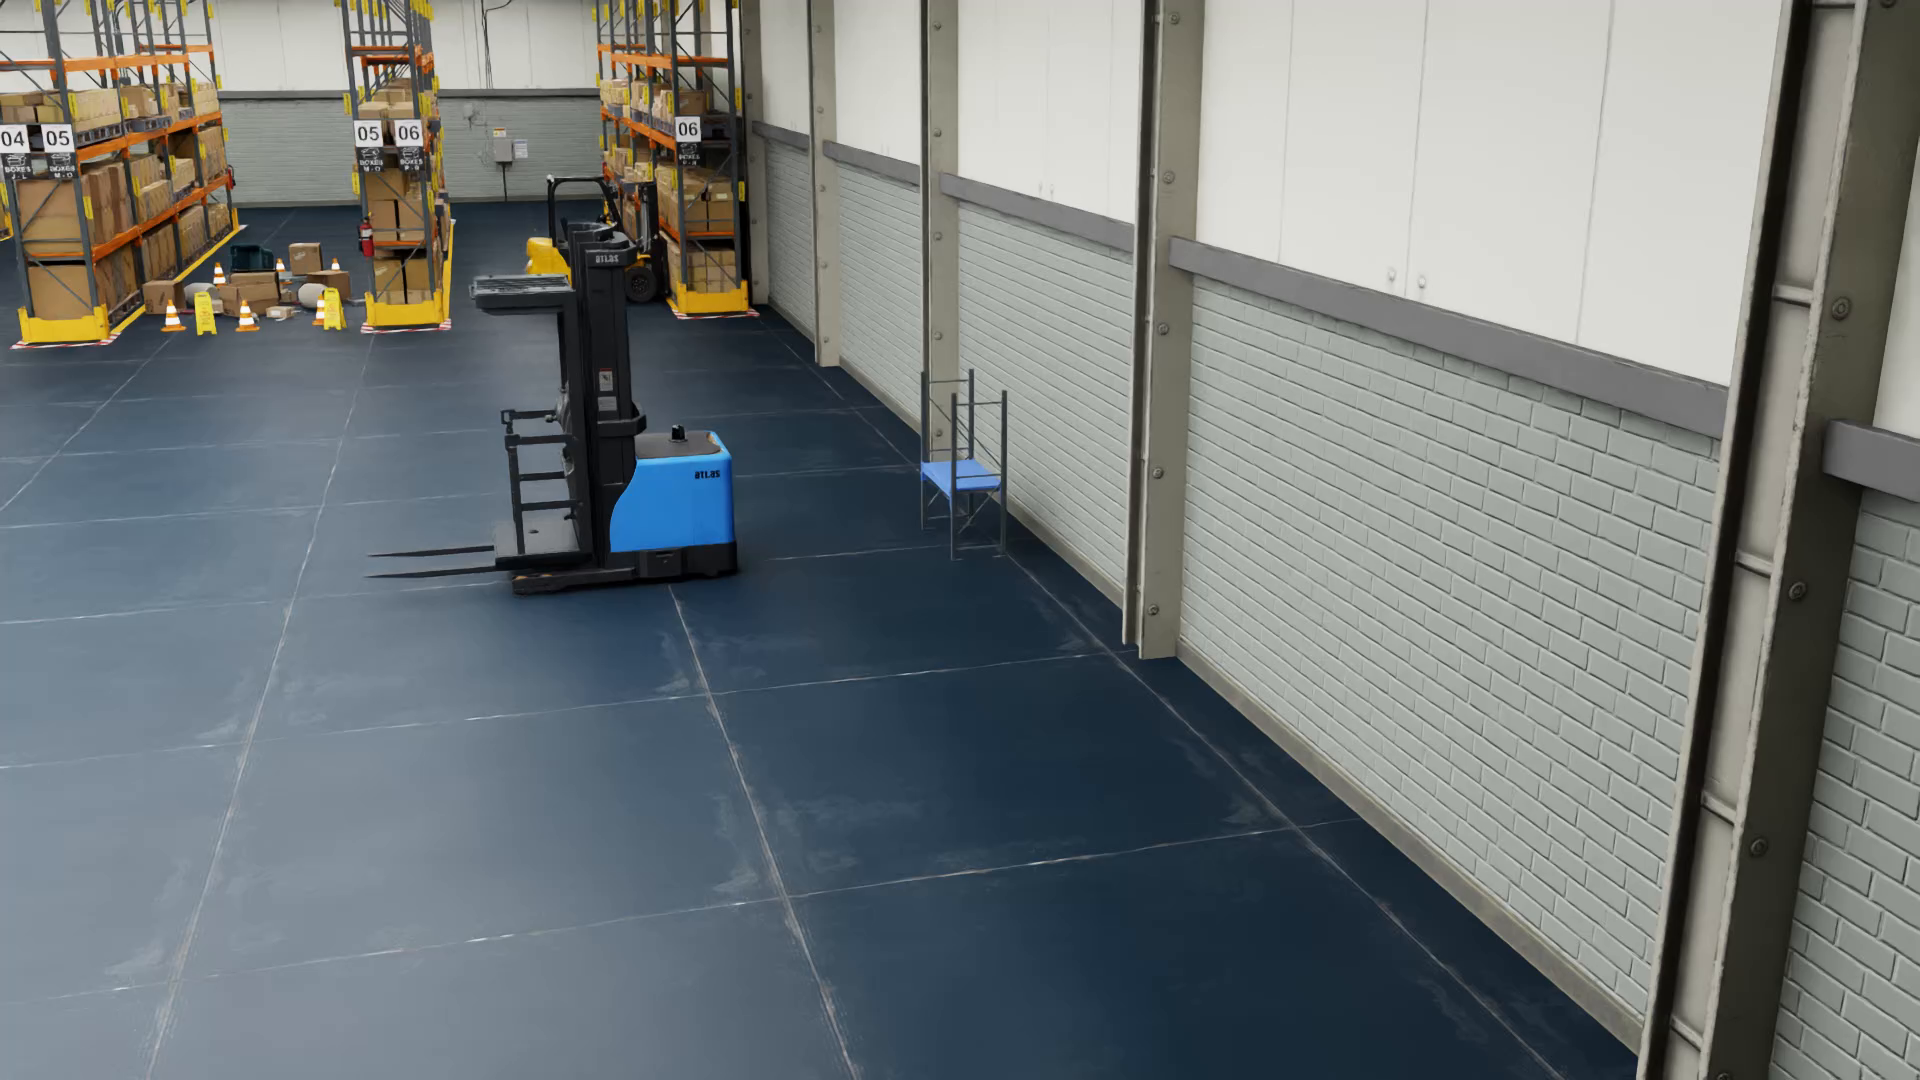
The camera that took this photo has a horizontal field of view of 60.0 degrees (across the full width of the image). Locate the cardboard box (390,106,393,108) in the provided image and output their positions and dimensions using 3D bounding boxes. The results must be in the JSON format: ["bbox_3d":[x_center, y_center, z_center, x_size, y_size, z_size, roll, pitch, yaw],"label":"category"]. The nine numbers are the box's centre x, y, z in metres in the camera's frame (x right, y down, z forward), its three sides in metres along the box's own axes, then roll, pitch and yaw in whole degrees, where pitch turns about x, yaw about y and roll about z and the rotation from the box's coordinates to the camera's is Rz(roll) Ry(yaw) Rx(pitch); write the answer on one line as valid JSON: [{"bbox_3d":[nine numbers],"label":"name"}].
[{"bbox_3d":[-10.358,-7.762,30.193,0.500,0.250,0.500,-5,17,-16],"label":"cardboard box"}]

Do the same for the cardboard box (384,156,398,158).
[{"bbox_3d":[-10.026,-6.433,29.025,0.700,0.500,0.500,-5,17,-15],"label":"cardboard box"}]

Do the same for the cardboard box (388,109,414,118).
[{"bbox_3d":[-8.860,-6.752,26.351,0.380,0.149,0.250,-5,17,-16],"label":"cardboard box"}]

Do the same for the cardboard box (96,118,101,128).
[{"bbox_3d":[-13.894,-6.625,26.411,0.380,0.149,0.250,-5,17,-15],"label":"cardboard box"}]

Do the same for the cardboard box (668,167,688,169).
[{"bbox_3d":[-5.661,-7.407,33.395,0.380,0.149,0.250,-4,17,-14],"label":"cardboard box"}]

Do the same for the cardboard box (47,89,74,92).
[{"bbox_3d":[-15.016,-7.446,27.759,0.380,0.149,0.250,-5,17,-15],"label":"cardboard box"}]

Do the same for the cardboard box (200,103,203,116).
[{"bbox_3d":[-17.008,-9.491,36.680,0.500,0.250,0.500,-5,17,-16],"label":"cardboard box"}]

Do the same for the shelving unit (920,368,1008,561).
[{"bbox_3d":[0.023,-0.695,14.956,0.538,1.500,1.048,-5,17,-15],"label":"shelving unit"}]

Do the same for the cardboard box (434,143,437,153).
[{"bbox_3d":[-11.330,-8.116,35.142,0.500,0.500,0.500,-4,17,-14],"label":"cardboard box"}]

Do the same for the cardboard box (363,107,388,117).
[{"bbox_3d":[-9.477,-6.926,26.929,0.380,0.149,0.250,-5,17,-15],"label":"cardboard box"}]

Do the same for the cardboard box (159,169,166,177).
[{"bbox_3d":[-15.831,-7.243,32.822,0.380,0.149,0.250,-5,17,-15],"label":"cardboard box"}]

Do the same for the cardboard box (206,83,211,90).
[{"bbox_3d":[-17.492,-10.461,38.347,0.380,0.149,0.250,-4,17,-14],"label":"cardboard box"}]

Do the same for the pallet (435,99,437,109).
[{"bbox_3d":[-12.803,-10.217,38.990,1.003,0.211,1.213,-5,17,-15],"label":"pallet"}]

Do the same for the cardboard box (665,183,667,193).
[{"bbox_3d":[-5.046,-6.260,29.574,0.380,0.149,0.250,-5,17,-16],"label":"cardboard box"}]

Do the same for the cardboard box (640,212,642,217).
[{"bbox_3d":[-6.765,-6.977,35.751,0.380,0.149,0.250,-6,18,-18],"label":"cardboard box"}]

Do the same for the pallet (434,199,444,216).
[{"bbox_3d":[-10.128,-6.177,30.934,1.003,0.211,1.213,-5,17,-15],"label":"pallet"}]

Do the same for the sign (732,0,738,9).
[{"bbox_3d":[-3.652,-8.772,26.911,0.100,0.325,0.005,-5,17,-15],"label":"sign"}]

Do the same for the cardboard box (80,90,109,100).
[{"bbox_3d":[-14.176,-7.289,27.236,0.380,0.149,0.250,-4,17,-14],"label":"cardboard box"}]

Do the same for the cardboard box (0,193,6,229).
[{"bbox_3d":[-22.631,-7.595,38.283,0.875,0.875,0.875,-5,17,-15],"label":"cardboard box"}]

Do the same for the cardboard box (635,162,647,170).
[{"bbox_3d":[-6.581,-7.793,34.679,0.380,0.149,0.250,-4,17,-14],"label":"cardboard box"}]

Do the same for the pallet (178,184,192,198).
[{"bbox_3d":[-16.472,-7.186,34.291,1.003,0.211,1.213,-5,17,-15],"label":"pallet"}]

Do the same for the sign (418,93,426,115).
[{"bbox_3d":[-8.437,-6.838,26.066,0.100,0.325,0.005,-5,17,-15],"label":"sign"}]

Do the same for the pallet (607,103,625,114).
[{"bbox_3d":[-7.373,-9.813,37.817,1.213,0.211,1.003,-5,17,-15],"label":"pallet"}]

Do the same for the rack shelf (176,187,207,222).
[{"bbox_3d":[-16.438,-6.942,34.397,1.077,0.370,4.000,-5,17,-15],"label":"rack shelf"}]

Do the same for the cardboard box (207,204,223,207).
[{"bbox_3d":[-17.684,-7.866,39.415,0.380,0.149,0.250,-4,17,-14],"label":"cardboard box"}]

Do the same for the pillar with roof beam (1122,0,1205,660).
[{"bbox_3d":[-2.704,-3.151,10.097,9.100,9.000,0.400,-5,17,-15],"label":"pillar with roof beam"}]

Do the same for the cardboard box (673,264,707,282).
[{"bbox_3d":[-4.621,-4.567,28.420,0.500,0.250,0.500,-5,17,-16],"label":"cardboard box"}]

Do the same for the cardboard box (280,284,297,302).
[{"bbox_3d":[-11.898,-4.342,29.242,0.396,0.266,0.258,11,20,32],"label":"cardboard box"}]

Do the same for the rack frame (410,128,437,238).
[{"bbox_3d":[-10.058,-6.046,30.164,1.000,3.000,0.127,-5,17,-15],"label":"rack frame"}]

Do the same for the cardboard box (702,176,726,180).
[{"bbox_3d":[-4.327,-6.312,29.230,0.380,0.149,0.250,-5,17,-17],"label":"cardboard box"}]

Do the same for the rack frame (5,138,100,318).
[{"bbox_3d":[-13.690,-4.520,25.085,1.000,3.000,0.127,-5,17,-15],"label":"rack frame"}]

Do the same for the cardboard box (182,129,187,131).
[{"bbox_3d":[-17.809,-9.045,37.718,0.500,0.500,0.500,-5,18,-17],"label":"cardboard box"}]

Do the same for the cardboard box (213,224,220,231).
[{"bbox_3d":[-17.175,-7.157,38.089,0.380,0.149,0.250,-5,17,-17],"label":"cardboard box"}]

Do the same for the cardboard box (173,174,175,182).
[{"bbox_3d":[-15.982,-7.255,33.377,0.380,0.149,0.250,-5,18,-17],"label":"cardboard box"}]

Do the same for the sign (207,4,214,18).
[{"bbox_3d":[-17.548,-12.381,38.925,0.100,0.325,0.005,-5,17,-15],"label":"sign"}]

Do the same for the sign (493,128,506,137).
[{"bbox_3d":[-12.978,-11.497,46.876,0.339,0.242,0.001,-5,17,-15],"label":"sign"}]

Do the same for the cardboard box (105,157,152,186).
[{"bbox_3d":[-15.492,-6.854,30.940,0.700,0.500,0.500,-5,17,-16],"label":"cardboard box"}]

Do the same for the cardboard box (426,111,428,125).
[{"bbox_3d":[-9.677,-7.452,29.374,0.500,0.250,0.500,-5,17,-16],"label":"cardboard box"}]

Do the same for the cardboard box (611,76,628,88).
[{"bbox_3d":[-7.738,-10.448,37.899,0.396,0.266,0.258,-5,17,-16],"label":"cardboard box"}]

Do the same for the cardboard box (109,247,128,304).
[{"bbox_3d":[-14.433,-4.382,27.587,0.875,0.875,0.875,-5,17,-15],"label":"cardboard box"}]

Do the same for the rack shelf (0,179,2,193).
[{"bbox_3d":[-22.334,-7.684,36.868,1.077,0.370,4.000,-5,17,-15],"label":"rack shelf"}]

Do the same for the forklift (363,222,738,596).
[{"bbox_3d":[-3.482,-1.108,13.844,3.031,2.935,1.130,-5,17,-16],"label":"forklift"}]

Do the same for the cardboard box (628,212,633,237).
[{"bbox_3d":[-7.143,-7.076,37.208,0.500,0.500,0.500,-5,18,-17],"label":"cardboard box"}]

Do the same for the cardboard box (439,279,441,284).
[{"bbox_3d":[-9.209,-4.361,28.603,0.500,0.250,0.500,-4,17,-12],"label":"cardboard box"}]

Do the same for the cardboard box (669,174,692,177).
[{"bbox_3d":[-4.968,-6.411,29.562,0.380,0.149,0.250,-5,17,-15],"label":"cardboard box"}]

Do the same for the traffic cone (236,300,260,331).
[{"bbox_3d":[-11.291,-3.560,26.297,0.336,0.463,0.334,-5,17,-15],"label":"traffic cone"}]

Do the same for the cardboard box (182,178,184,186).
[{"bbox_3d":[-16.254,-7.392,34.353,0.380,0.149,0.250,-5,18,-17],"label":"cardboard box"}]

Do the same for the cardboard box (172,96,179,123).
[{"bbox_3d":[-16.077,-8.672,33.519,0.500,0.500,0.500,-5,17,-15],"label":"cardboard box"}]

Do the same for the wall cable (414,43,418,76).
[{"bbox_3d":[-15.190,-13.790,45.515,0.463,3.000,0.029,-5,17,-15],"label":"wall cable"}]

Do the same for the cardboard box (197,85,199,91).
[{"bbox_3d":[-17.120,-10.023,36.887,0.380,0.149,0.250,-5,18,-17],"label":"cardboard box"}]

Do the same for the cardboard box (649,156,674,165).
[{"bbox_3d":[-6.377,-7.950,35.598,0.500,0.500,0.500,-4,17,-13],"label":"cardboard box"}]

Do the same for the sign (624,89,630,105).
[{"bbox_3d":[-6.908,-9.188,34.510,0.100,0.325,0.005,-5,17,-15],"label":"sign"}]
